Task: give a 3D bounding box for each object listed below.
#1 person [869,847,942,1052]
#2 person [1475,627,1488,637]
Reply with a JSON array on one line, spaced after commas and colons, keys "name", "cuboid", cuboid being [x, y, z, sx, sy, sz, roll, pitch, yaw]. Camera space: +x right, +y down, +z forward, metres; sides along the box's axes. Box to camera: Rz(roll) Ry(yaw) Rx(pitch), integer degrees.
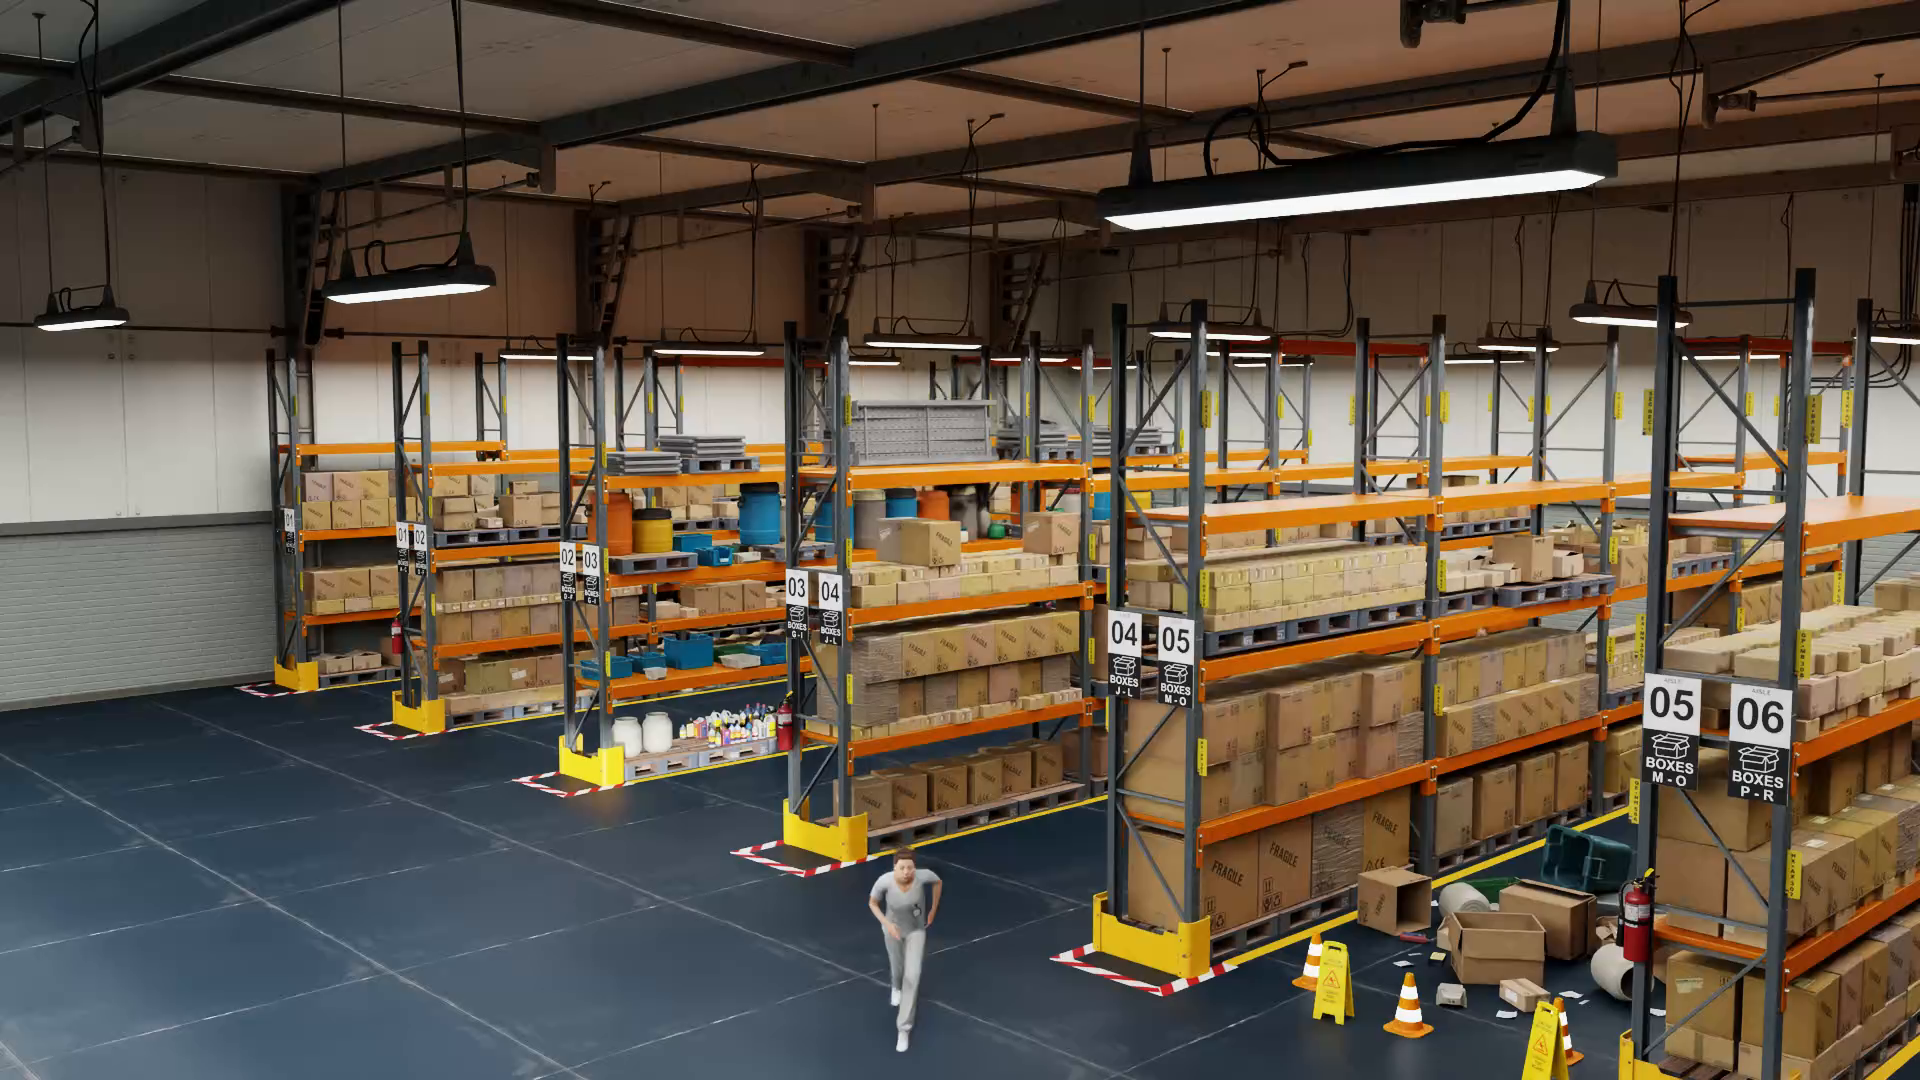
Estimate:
[{"name": "person", "cuboid": [-0.454, 3.218, 13.562, 0.601, 1.621, 1.005, -1, 5, -8]}, {"name": "person", "cuboid": [8.195, 2.136, 25.761, 0.659, 1.669, 0.792, 4, 7, 41]}]
